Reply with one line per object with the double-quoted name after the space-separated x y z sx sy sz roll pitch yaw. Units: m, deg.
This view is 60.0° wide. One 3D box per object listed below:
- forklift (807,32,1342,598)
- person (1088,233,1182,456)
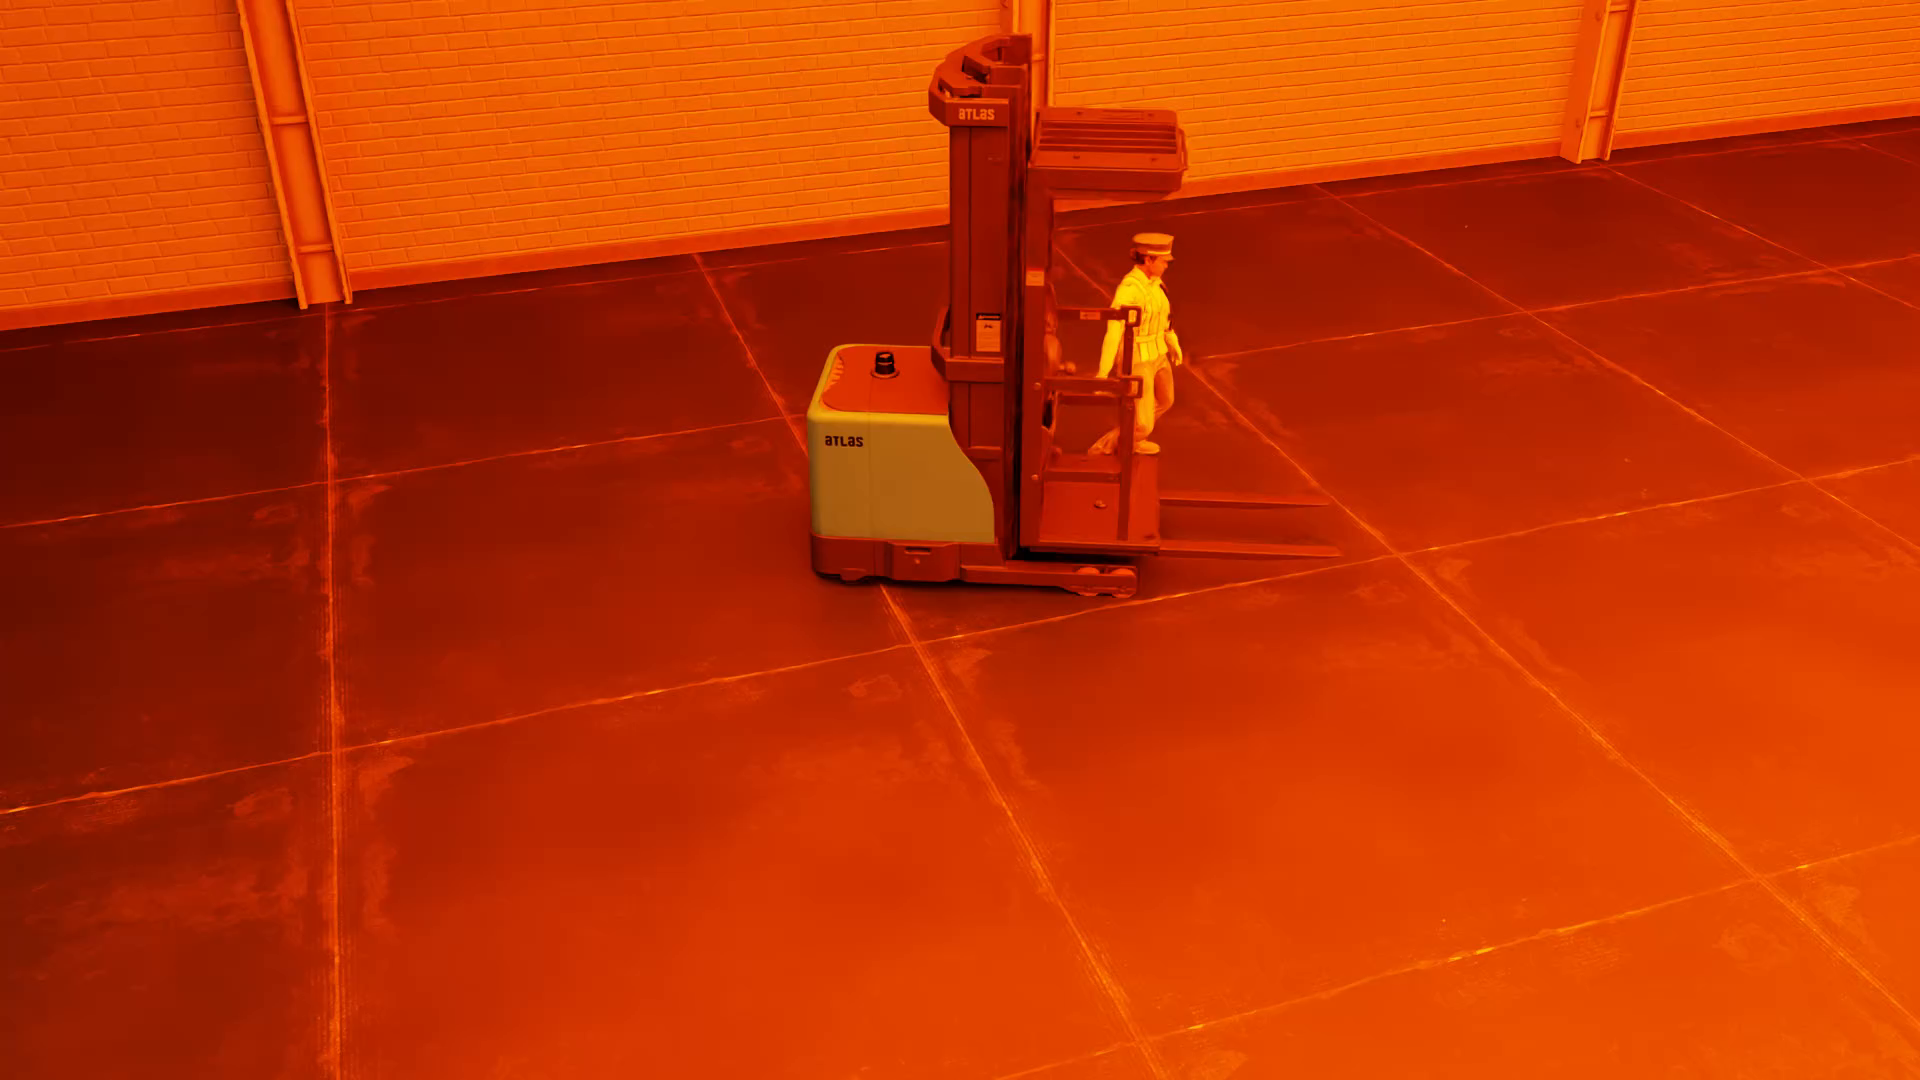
0.686 -1.217 9.202 3.031 2.935 1.130 2 30 4 "forklift"
1.125 -1.136 10.437 0.474 1.585 0.828 19 35 30 "person"
